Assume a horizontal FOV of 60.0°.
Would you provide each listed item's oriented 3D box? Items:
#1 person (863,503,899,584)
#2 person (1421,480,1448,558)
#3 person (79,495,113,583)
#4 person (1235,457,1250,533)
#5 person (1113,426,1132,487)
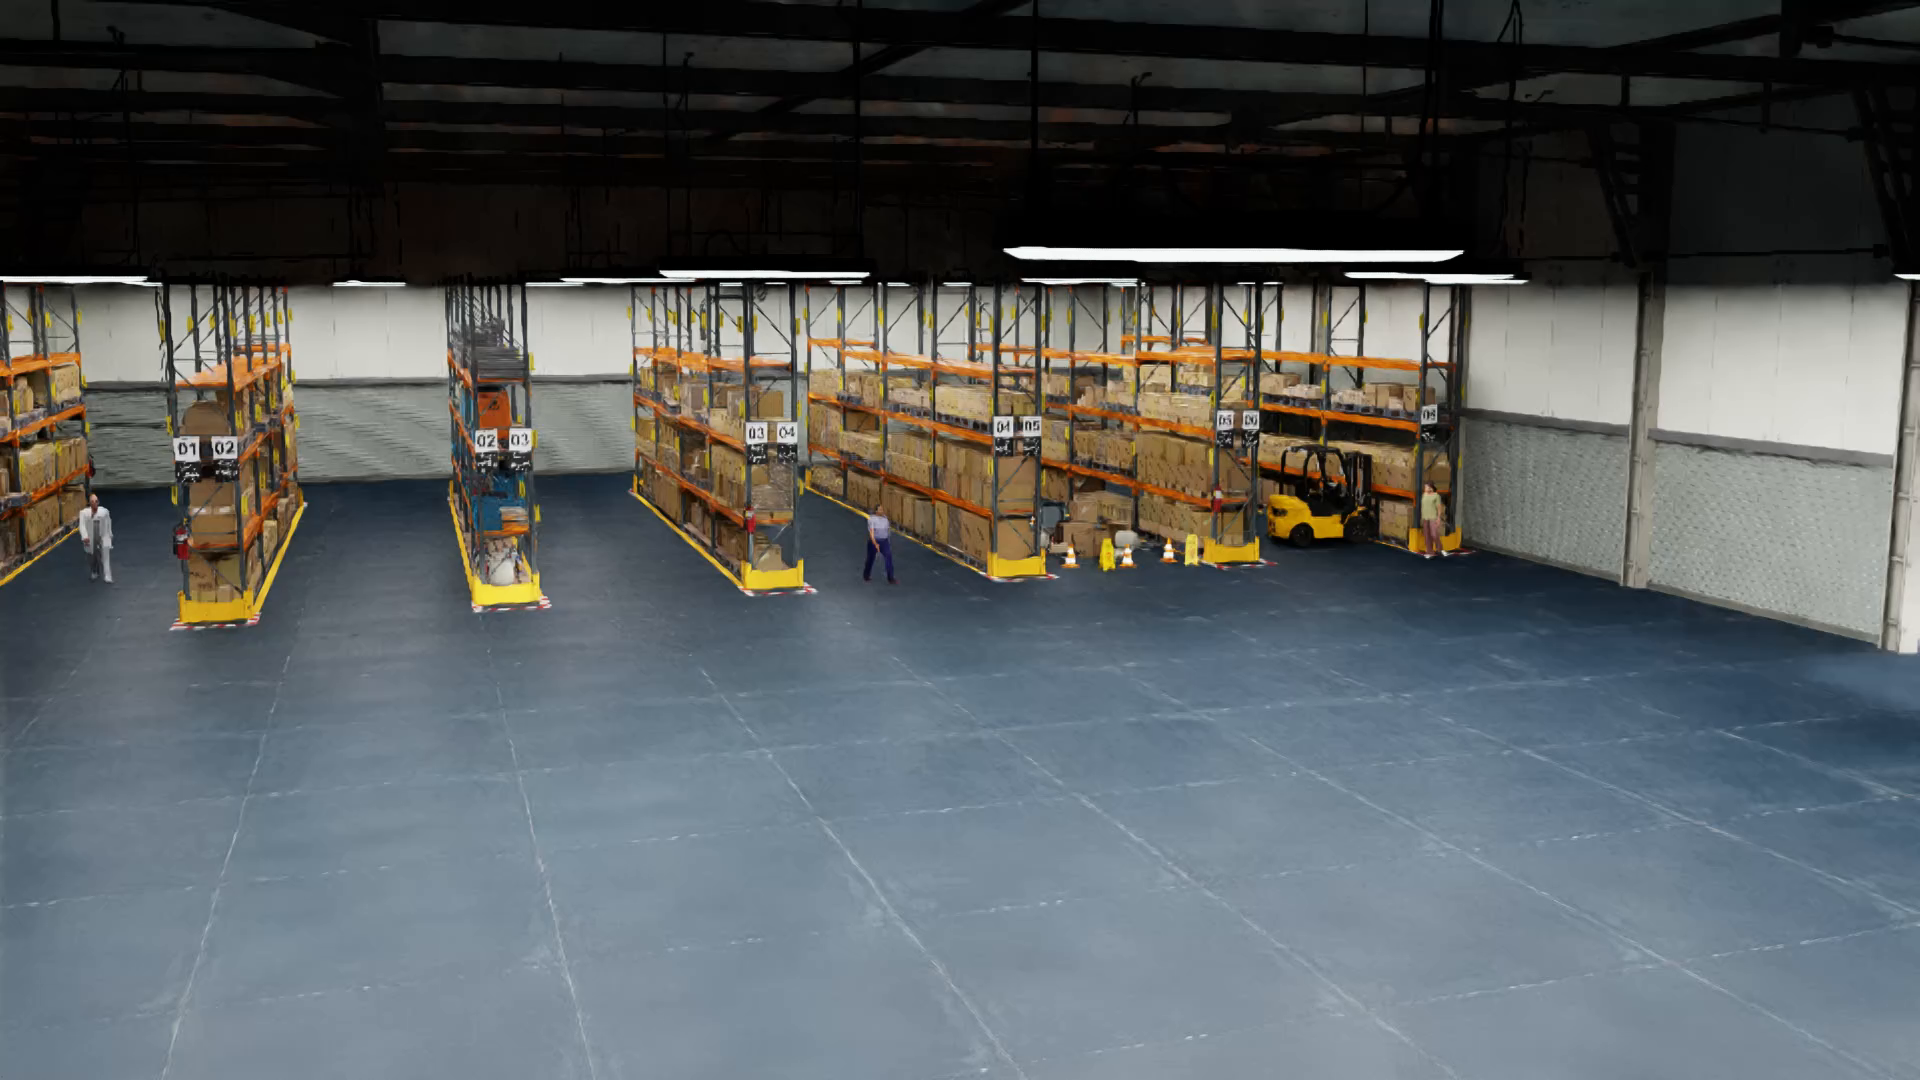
[{"bbox_3d":[-1.584,0.101,32.407,0.478,1.488,0.999,-4,10,-26],"label":"person"},{"bbox_3d":[10.083,-0.449,35.451,0.577,1.667,0.425,8,12,44],"label":"person"},{"bbox_3d":[-16.886,-0.033,32.508,0.580,1.715,1.099,-4,10,-27],"label":"person"},{"bbox_3d":[6.547,-1.050,39.025,0.551,1.782,0.636,2,9,11],"label":"person"},{"bbox_3d":[4.749,-2.421,48.199,0.581,1.741,0.673,-1,9,-4],"label":"person"}]
